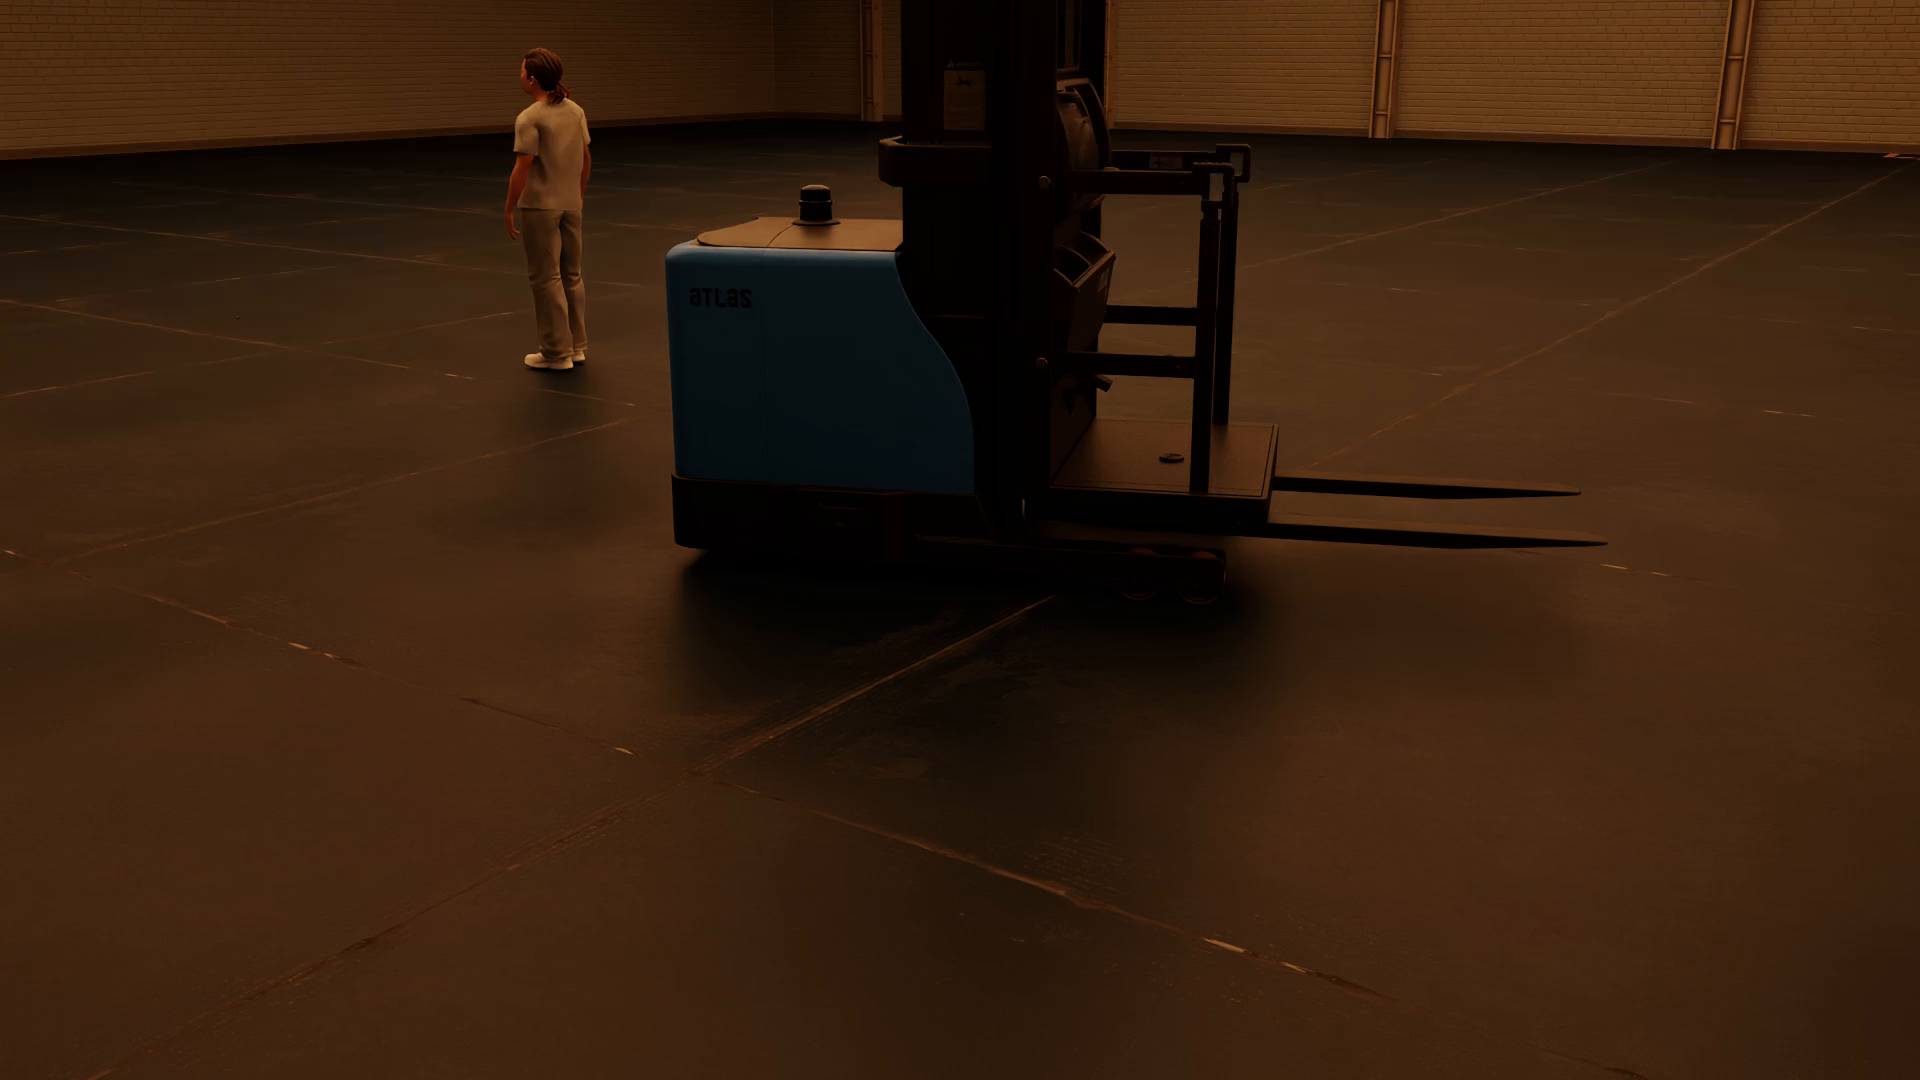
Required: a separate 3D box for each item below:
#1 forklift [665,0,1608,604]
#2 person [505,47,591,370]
[{"bbox_3d":[0.595,-1.367,5.404,3.031,2.935,1.130,4,17,12],"label":"forklift"},{"bbox_3d":[-2.214,-1.744,8.831,0.548,1.674,0.549,12,20,34],"label":"person"}]
